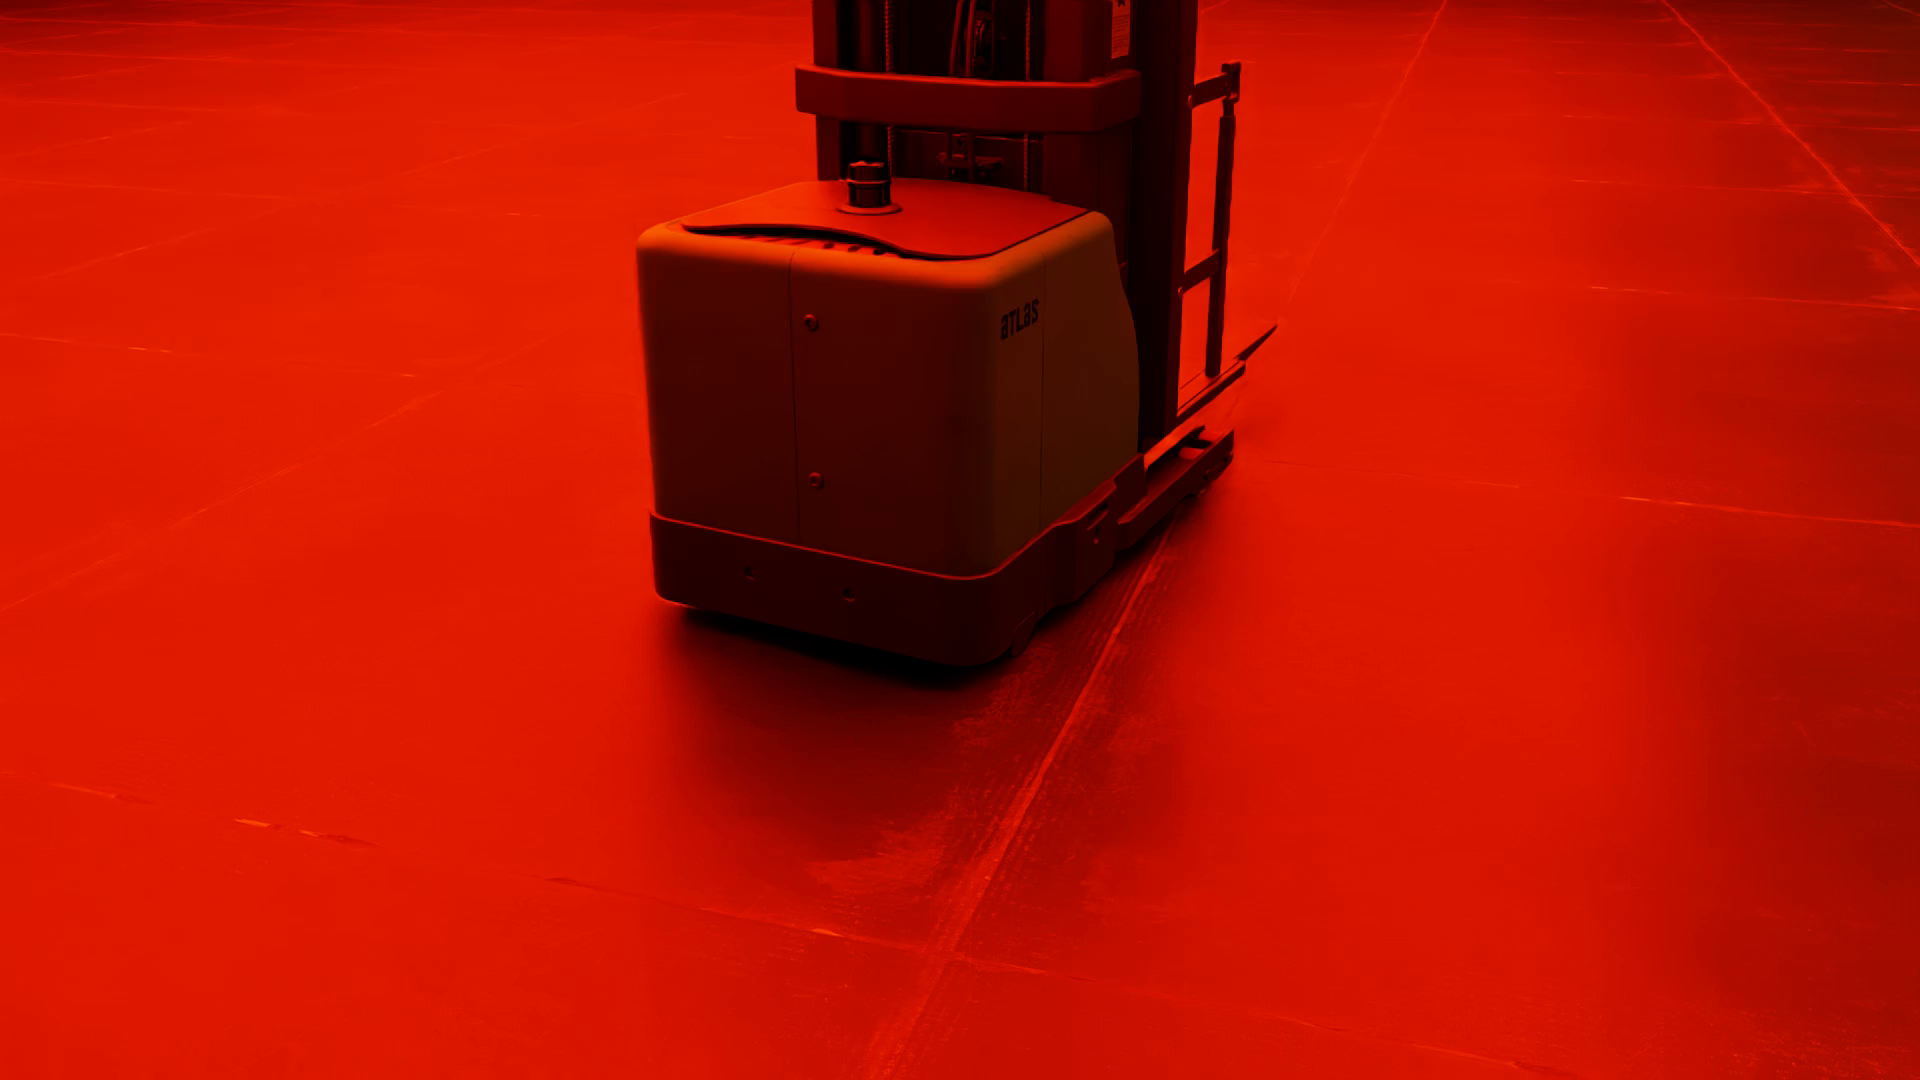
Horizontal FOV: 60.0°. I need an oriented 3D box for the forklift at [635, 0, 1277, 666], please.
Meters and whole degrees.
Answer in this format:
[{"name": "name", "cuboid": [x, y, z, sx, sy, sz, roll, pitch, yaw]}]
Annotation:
[{"name": "forklift", "cuboid": [0.275, -1.563, 5.065, 1.130, 2.935, 3.031, 11, 25, 25]}]
